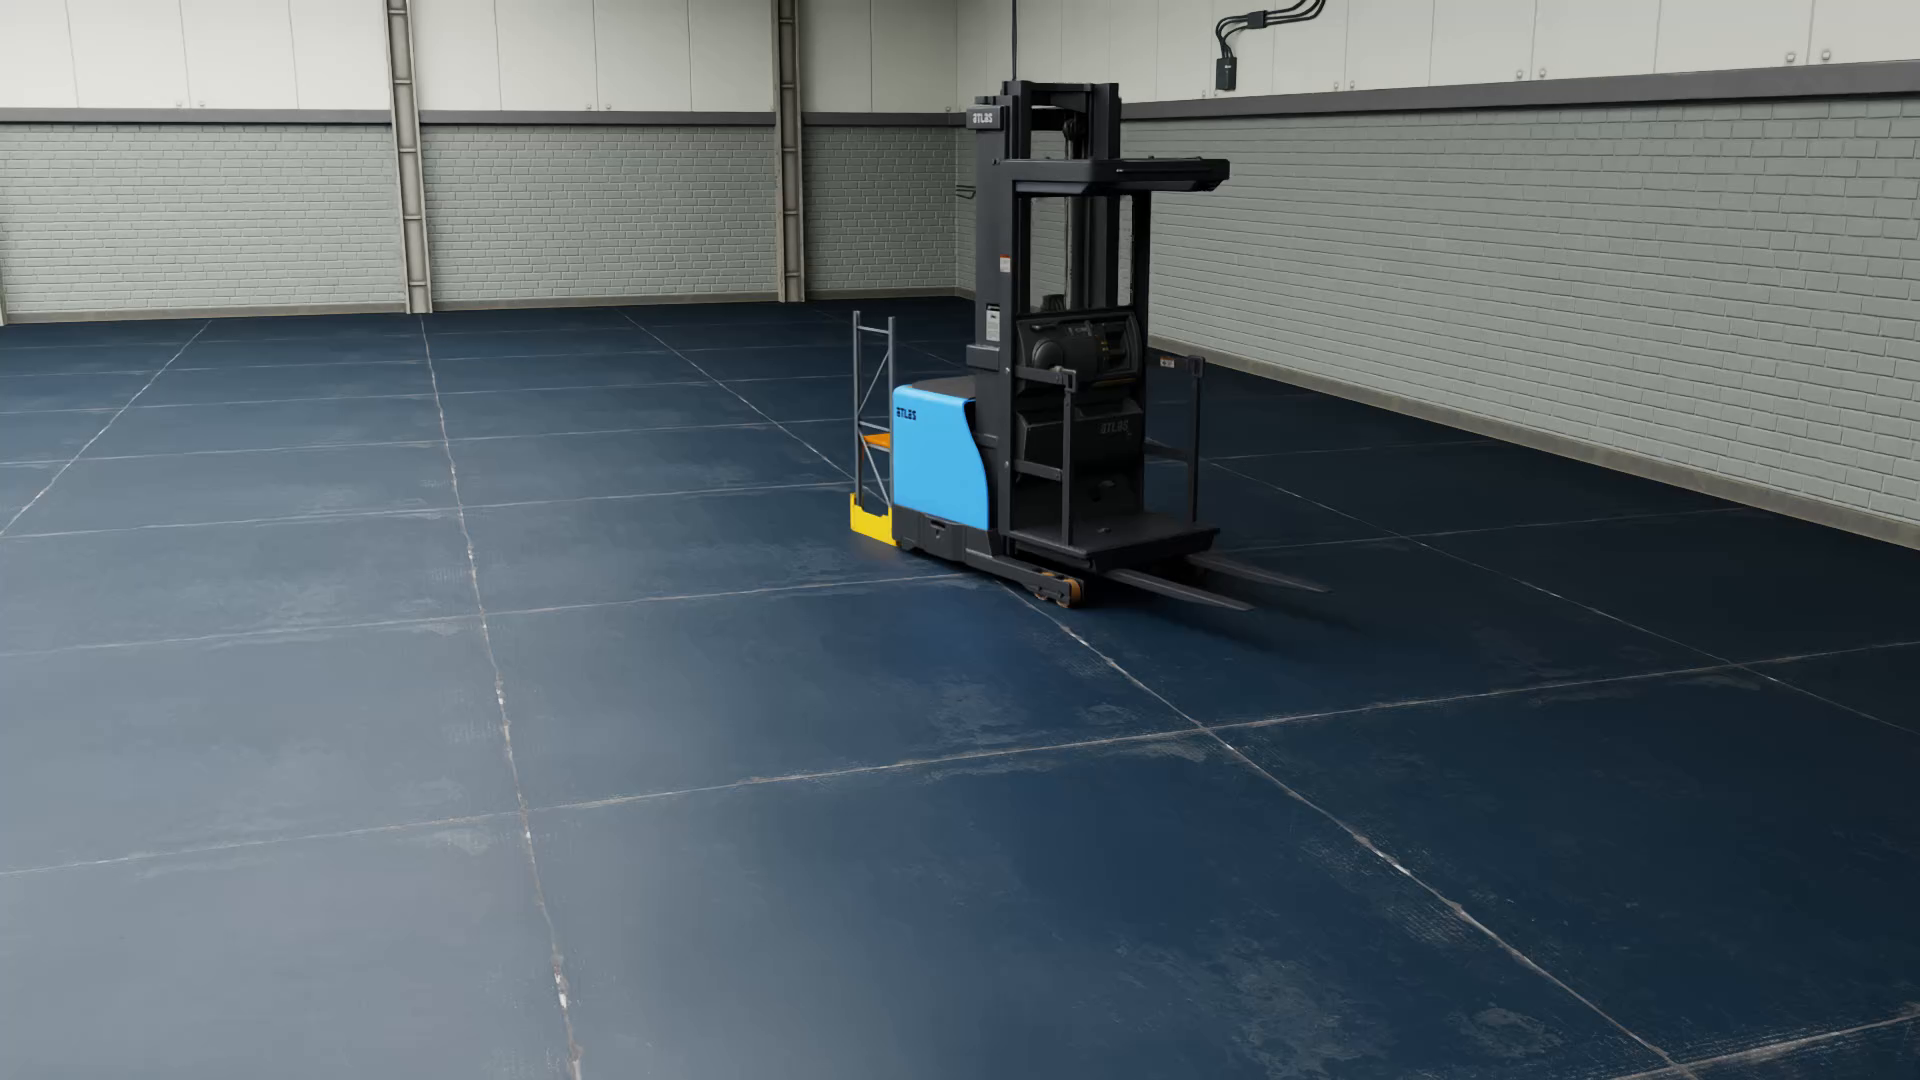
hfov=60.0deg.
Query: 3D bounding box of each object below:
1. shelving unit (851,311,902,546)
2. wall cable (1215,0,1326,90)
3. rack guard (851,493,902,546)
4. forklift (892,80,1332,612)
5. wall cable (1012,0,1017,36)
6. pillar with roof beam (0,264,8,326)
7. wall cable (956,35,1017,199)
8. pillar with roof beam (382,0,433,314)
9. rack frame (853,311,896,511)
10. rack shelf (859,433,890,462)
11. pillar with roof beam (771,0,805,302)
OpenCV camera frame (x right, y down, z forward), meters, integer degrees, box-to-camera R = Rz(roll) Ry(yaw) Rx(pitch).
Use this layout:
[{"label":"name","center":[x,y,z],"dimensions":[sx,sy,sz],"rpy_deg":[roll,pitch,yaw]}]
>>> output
[{"label":"shelving unit","center":[-0.146,-0.815,11.327],"dimensions":[1.083,1.500,0.587],"rpy_deg":[-9,16,-32]},{"label":"wall cable","center":[3.377,-7.917,17.631],"dimensions":[0.169,6.003,2.305],"rpy_deg":[-4,14,-18]},{"label":"rack guard","center":[-0.561,-0.143,11.205],"dimensions":[0.087,0.250,0.587],"rpy_deg":[-9,16,-32]},{"label":"forklift","center":[0.844,-1.168,9.721],"dimensions":[1.130,2.935,3.031],"rpy_deg":[-10,17,-36]},{"label":"wall cable","center":[1.227,-8.699,24.064],"dimensions":[0.112,2.526,3.097],"rpy_deg":[-4,14,-18]},{"label":"pillar with roof beam","center":[-12.850,-6.589,19.395],"dimensions":[0.400,9.000,9.100],"rpy_deg":[-4,14,-18]},{"label":"wall cable","center":[0.364,-6.835,27.142],"dimensions":[0.112,2.526,3.097],"rpy_deg":[-4,14,-18]},{"label":"pillar with roof beam","center":[-7.163,-7.031,21.257],"dimensions":[0.400,9.000,9.100],"rpy_deg":[-4,14,-18]},{"label":"rack frame","center":[-0.562,-0.751,11.060],"dimensions":[0.032,1.500,0.500],"rpy_deg":[-9,16,-32]},{"label":"rack shelf","center":[-0.138,-0.641,11.374],"dimensions":[1.000,0.185,0.538],"rpy_deg":[-9,16,-32]},{"label":"pillar with roof beam","center":[-1.477,-7.474,23.119],"dimensions":[0.400,9.000,9.100],"rpy_deg":[-4,14,-18]}]
